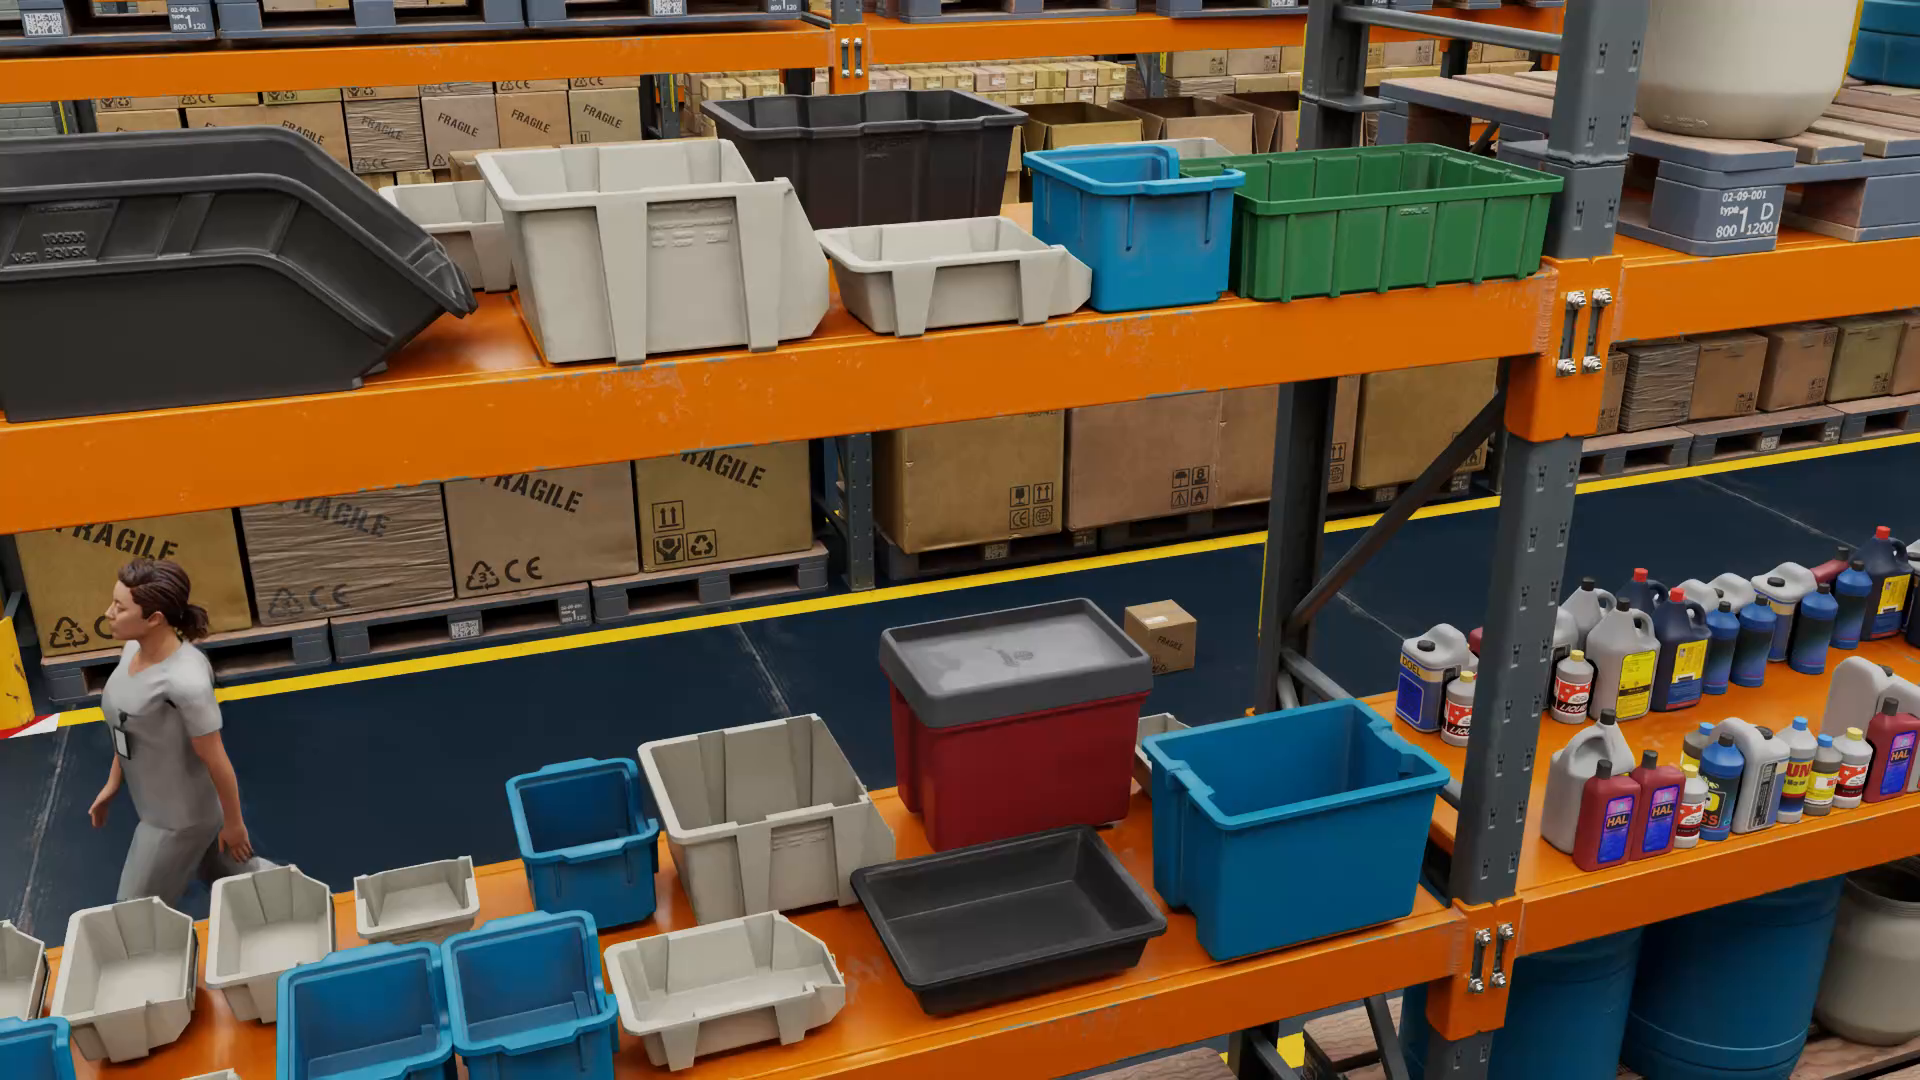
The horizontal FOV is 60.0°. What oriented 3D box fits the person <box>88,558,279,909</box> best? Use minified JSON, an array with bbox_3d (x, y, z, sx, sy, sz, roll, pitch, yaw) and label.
[{"bbox_3d":[-2.440,0.813,5.146,1.013,1.625,0.459,-18,28,-36],"label":"person"}]
